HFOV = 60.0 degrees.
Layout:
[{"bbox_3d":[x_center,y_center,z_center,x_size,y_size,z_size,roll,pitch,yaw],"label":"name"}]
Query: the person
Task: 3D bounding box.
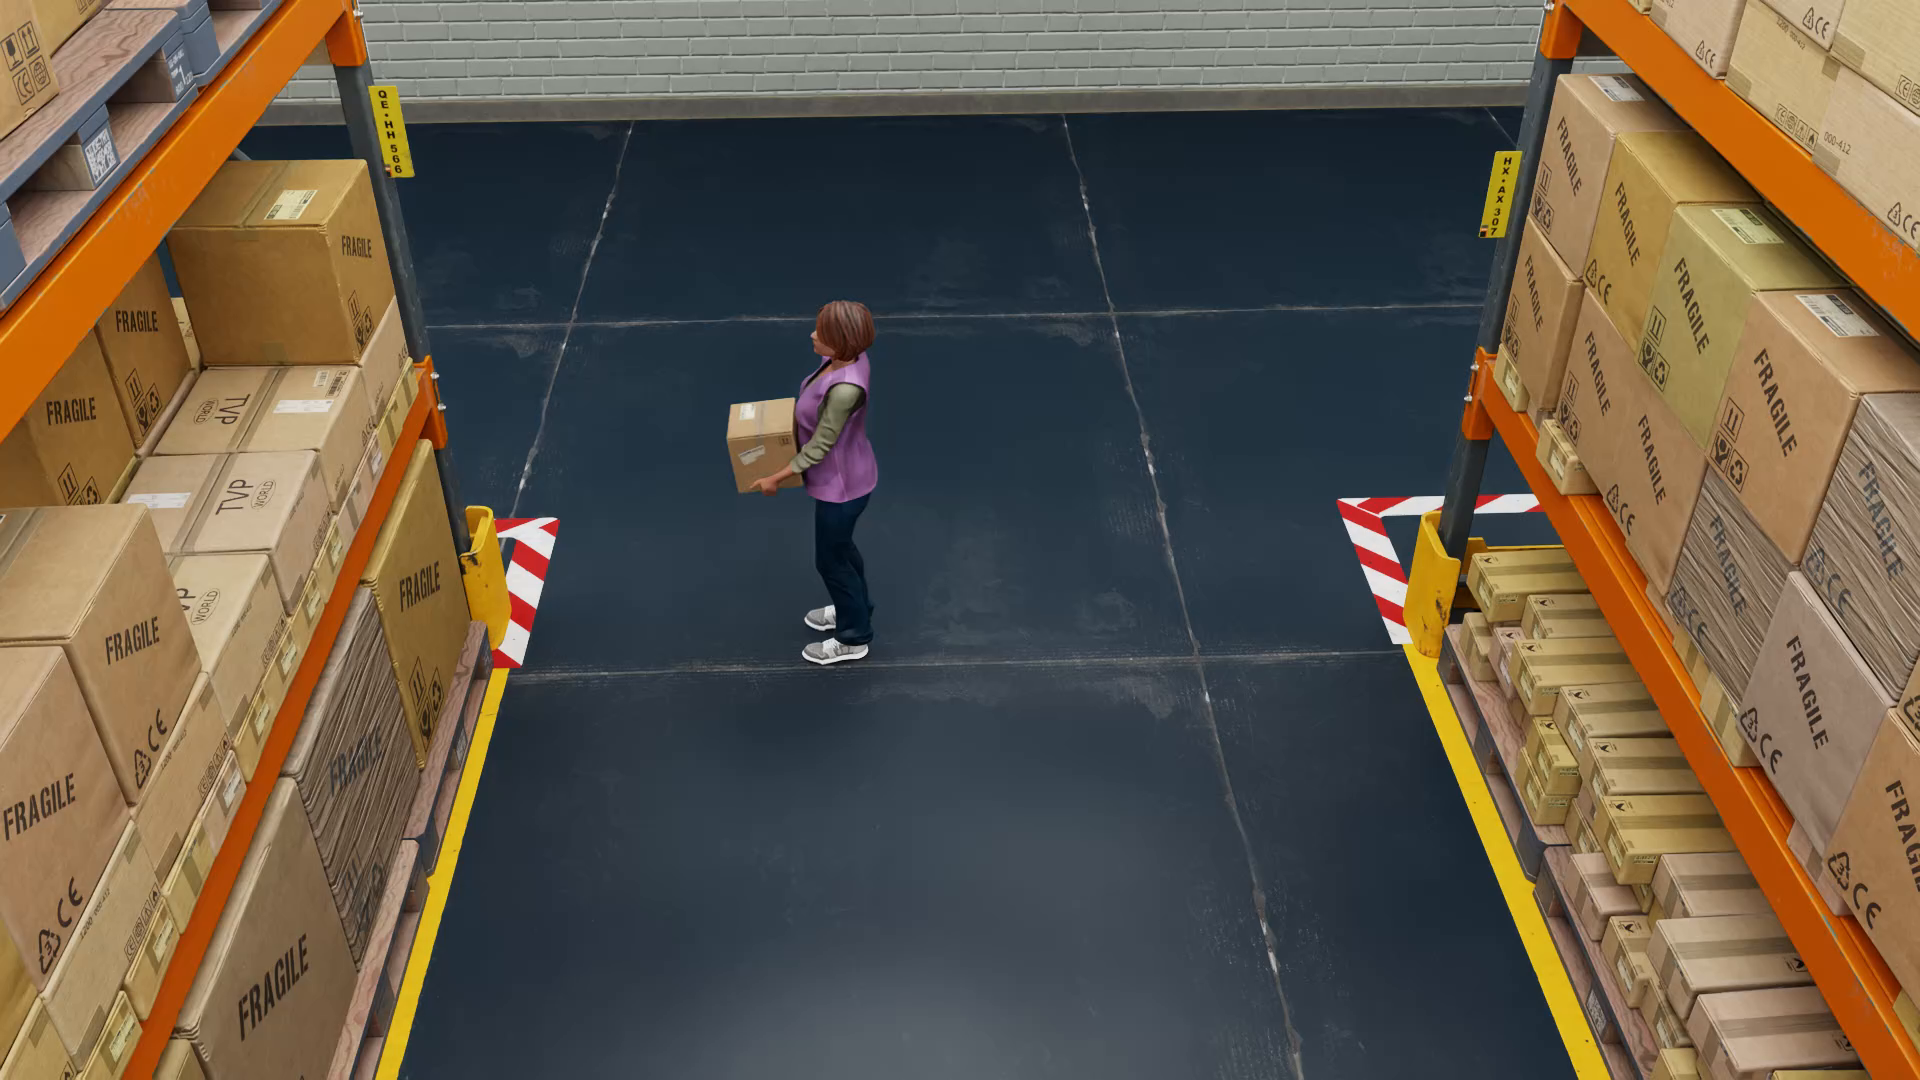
[{"bbox_3d":[-0.559,-0.212,6.469,0.490,1.570,0.408,-2,36,-2],"label":"person"}]
